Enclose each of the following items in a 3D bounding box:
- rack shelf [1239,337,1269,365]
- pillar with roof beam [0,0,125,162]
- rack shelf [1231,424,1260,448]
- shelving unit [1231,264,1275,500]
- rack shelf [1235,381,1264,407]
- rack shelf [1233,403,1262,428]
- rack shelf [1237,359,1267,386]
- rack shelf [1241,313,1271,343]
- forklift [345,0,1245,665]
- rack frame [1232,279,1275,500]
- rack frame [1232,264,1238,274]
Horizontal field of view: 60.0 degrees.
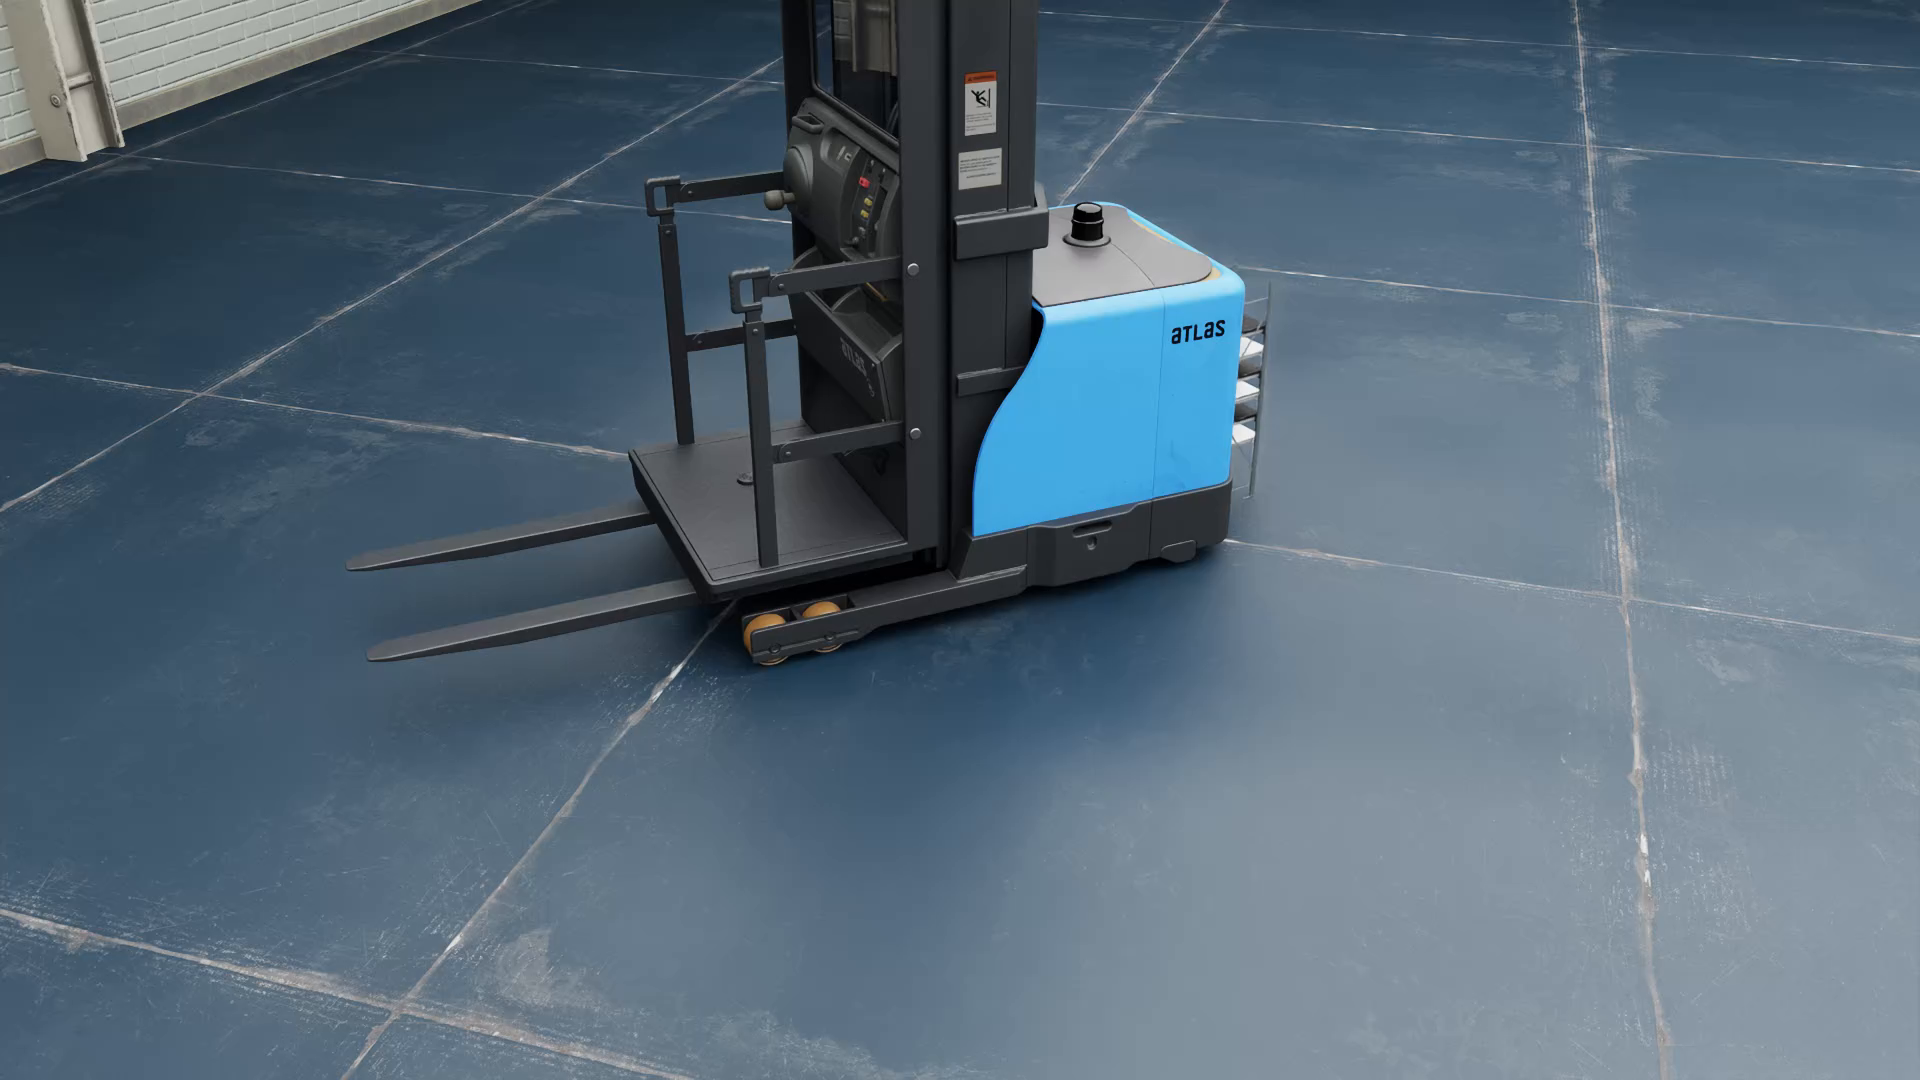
[{"bbox_3d":[1.001,-0.703,6.287,0.258,0.077,0.200,-18,34,-29],"label":"rack shelf"},{"bbox_3d":[-1.558,-5.836,7.485,9.100,9.000,0.400,8,30,15],"label":"pillar with roof beam"},{"bbox_3d":[1.001,-0.389,6.462,0.258,0.077,0.200,-18,34,-29],"label":"rack shelf"},{"bbox_3d":[1.001,-0.575,6.358,0.258,0.900,0.210,-18,34,-29],"label":"shelving unit"},{"bbox_3d":[1.001,-0.546,6.374,0.258,0.077,0.200,-18,34,-29],"label":"rack shelf"},{"bbox_3d":[1.001,-0.467,6.418,0.258,0.077,0.200,-18,34,-29],"label":"rack shelf"},{"bbox_3d":[1.001,-0.625,6.330,0.258,0.077,0.200,-18,34,-29],"label":"rack shelf"},{"bbox_3d":[1.001,-0.782,6.243,0.258,0.077,0.200,-18,34,-29],"label":"rack shelf"},{"bbox_3d":[-0.573,-1.159,5.318,3.031,2.935,1.130,-12,31,-21],"label":"forklift"},{"bbox_3d":[1.057,-0.534,6.284,0.240,0.900,0.006,-18,34,-29],"label":"rack frame"},{"bbox_3d":[0.945,-0.616,6.432,0.240,0.900,0.006,-18,34,-29],"label":"rack frame"}]
